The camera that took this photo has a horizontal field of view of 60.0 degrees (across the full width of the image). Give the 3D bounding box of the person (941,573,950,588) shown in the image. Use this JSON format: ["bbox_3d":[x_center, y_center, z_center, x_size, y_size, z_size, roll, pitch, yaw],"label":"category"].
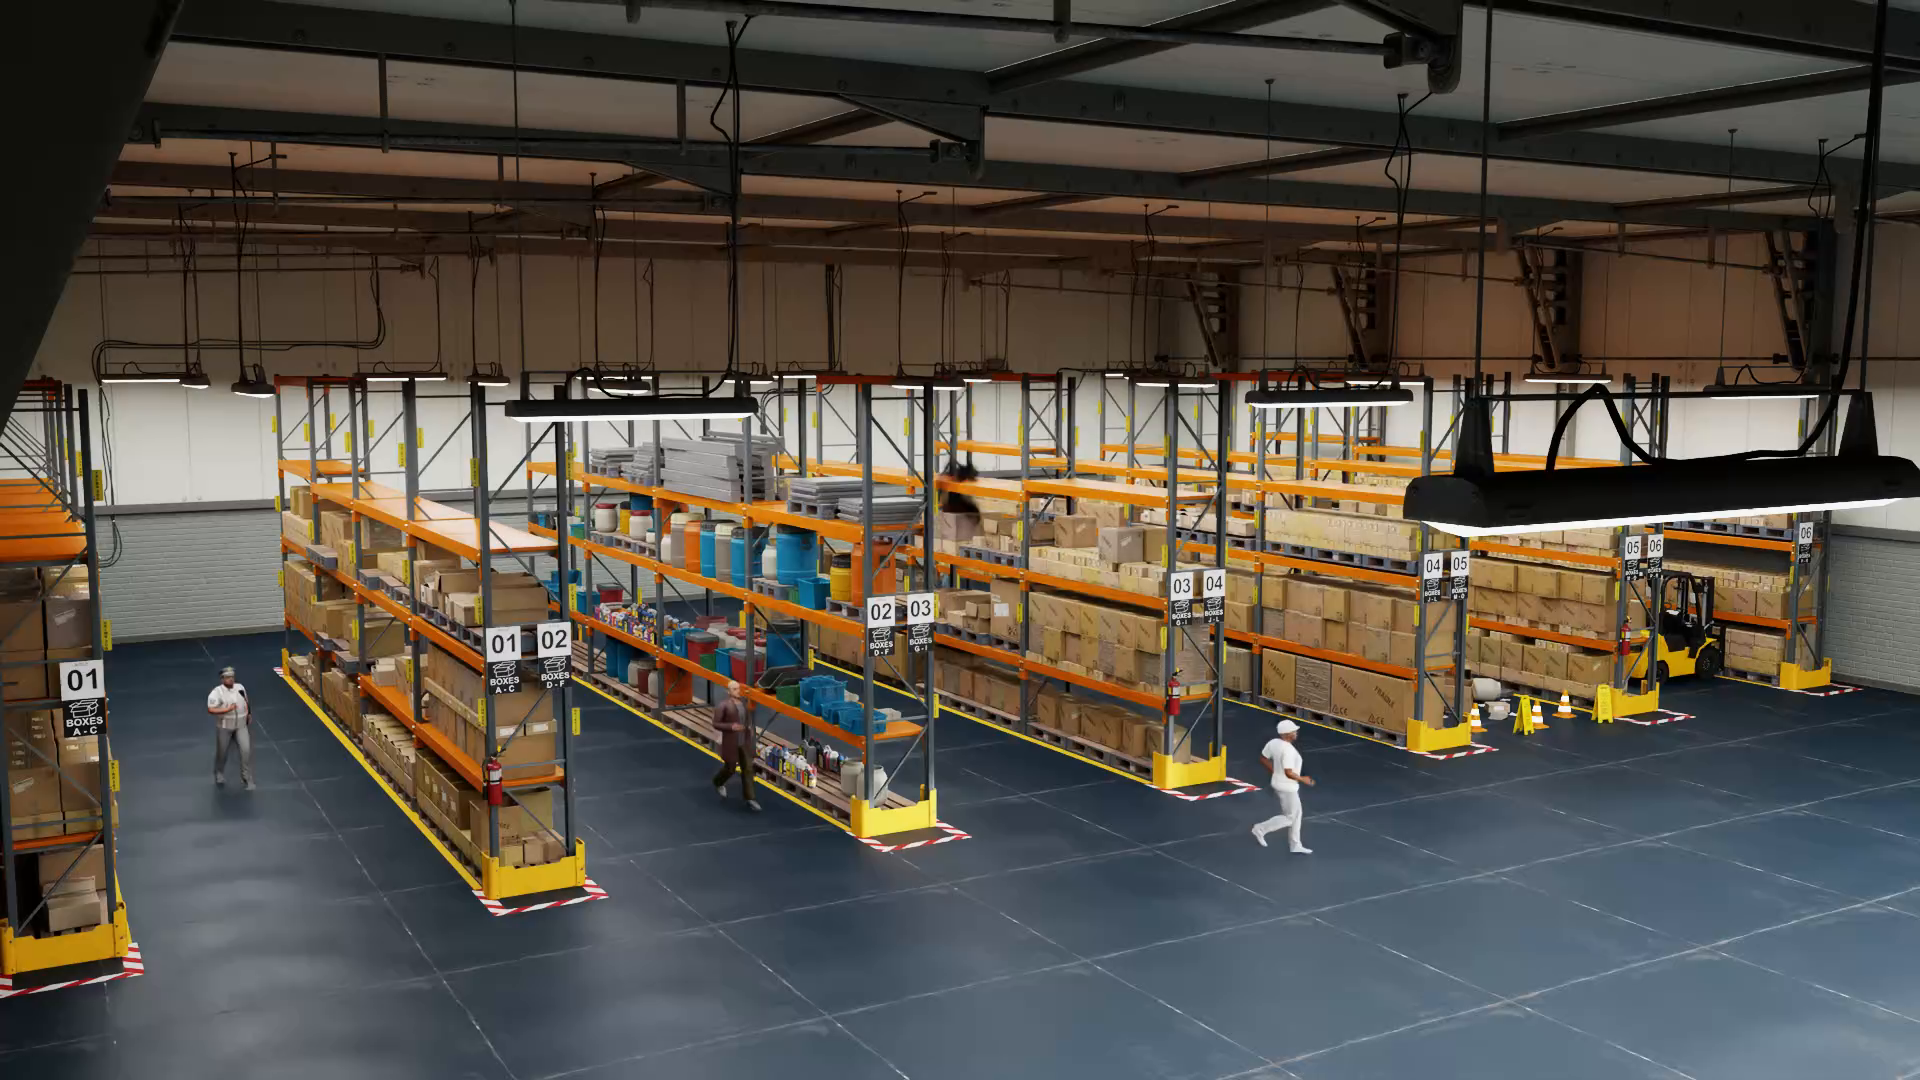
[{"bbox_3d":[-0.285,0.833,42.213,0.776,1.823,0.714,-4,7,-32],"label":"person"}]

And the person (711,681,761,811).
[{"bbox_3d":[-3.167,2.865,23.430,0.708,1.779,1.049,-5,8,-41],"label":"person"}]

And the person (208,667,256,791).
[{"bbox_3d":[-10.753,2.767,24.528,0.656,1.834,0.875,-6,9,-43],"label":"person"}]

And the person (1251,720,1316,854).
[{"bbox_3d":[4.103,3.162,21.197,0.858,1.758,0.675,-1,6,-8],"label":"person"}]
